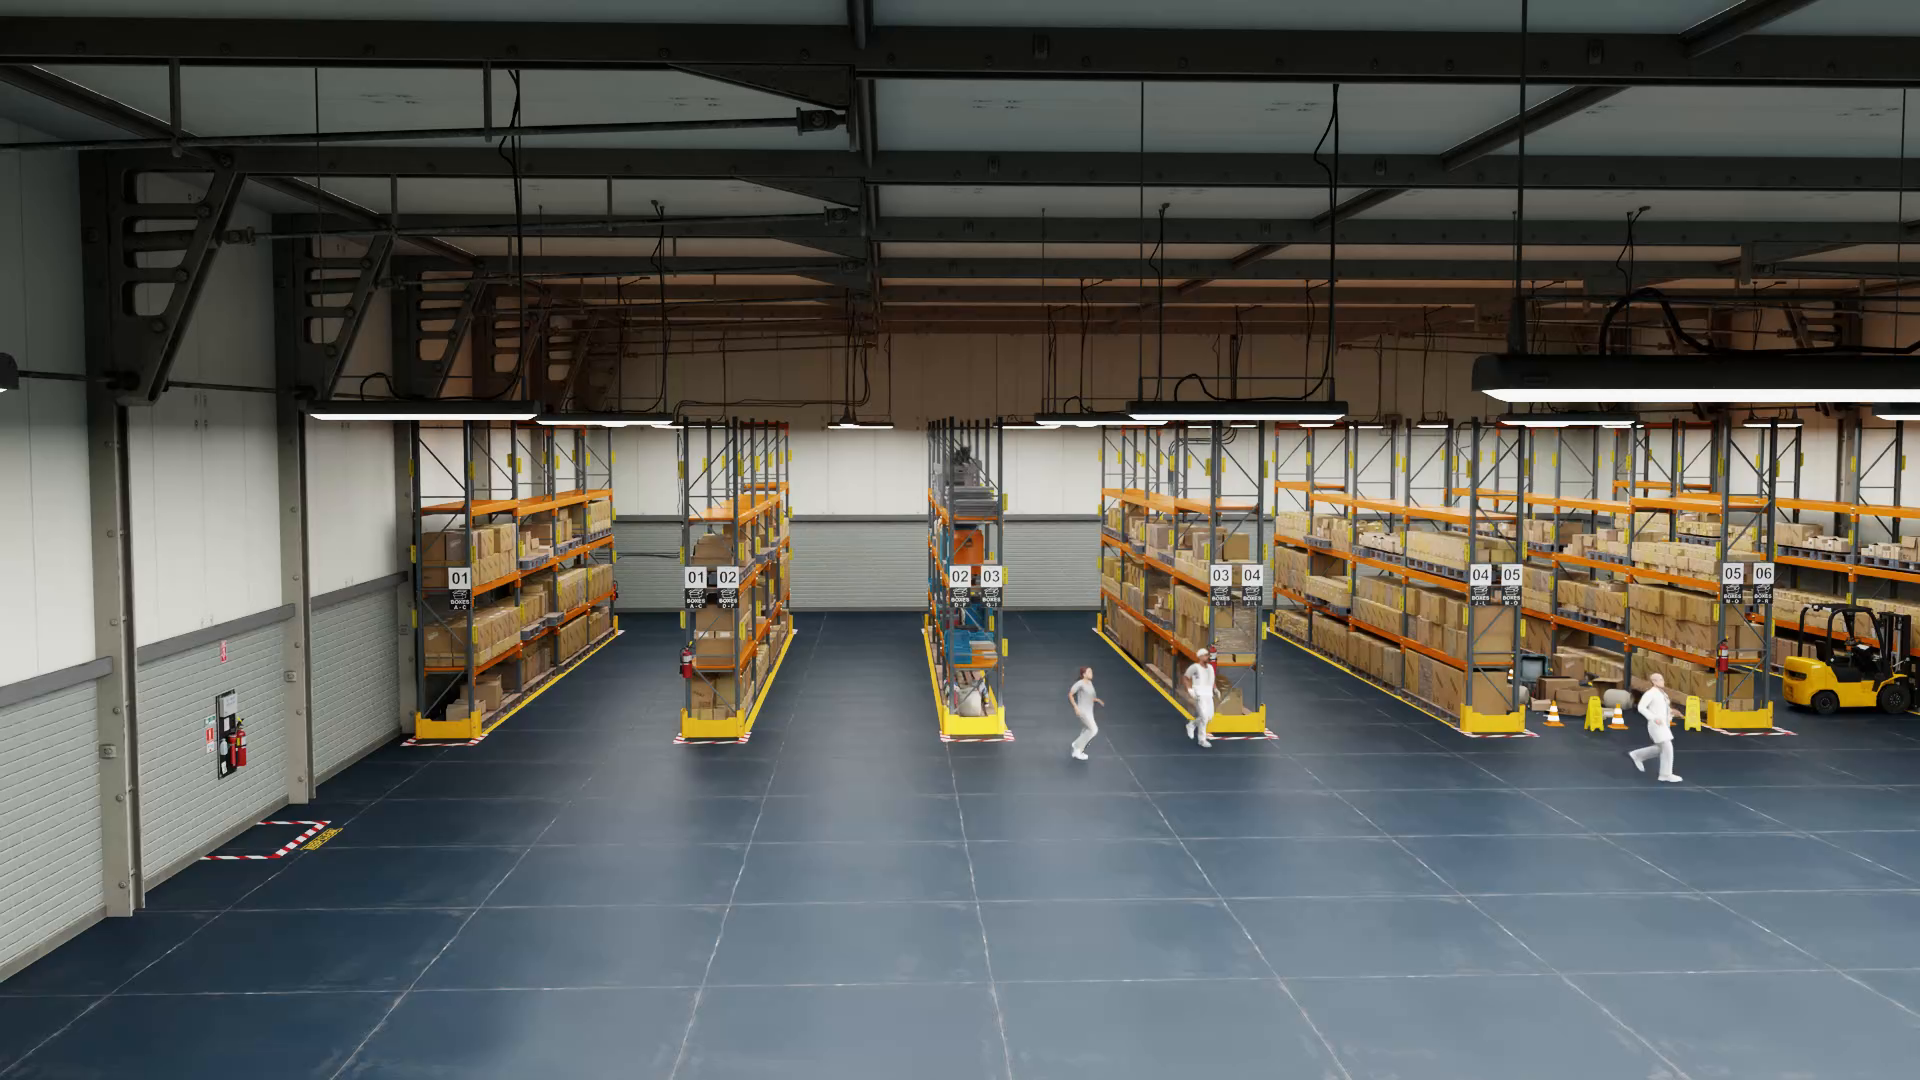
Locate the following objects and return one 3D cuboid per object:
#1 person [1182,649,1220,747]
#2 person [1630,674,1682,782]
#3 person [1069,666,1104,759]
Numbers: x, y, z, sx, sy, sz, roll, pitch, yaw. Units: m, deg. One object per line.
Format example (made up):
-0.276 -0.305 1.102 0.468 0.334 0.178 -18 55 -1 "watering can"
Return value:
4.440 2.872 30.480 0.728 1.748 0.682 -3 5 -35 "person"
11.437 3.066 27.326 0.896 1.745 0.720 3 5 43 "person"
2.223 2.995 29.011 0.570 1.619 0.573 2 4 29 "person"
